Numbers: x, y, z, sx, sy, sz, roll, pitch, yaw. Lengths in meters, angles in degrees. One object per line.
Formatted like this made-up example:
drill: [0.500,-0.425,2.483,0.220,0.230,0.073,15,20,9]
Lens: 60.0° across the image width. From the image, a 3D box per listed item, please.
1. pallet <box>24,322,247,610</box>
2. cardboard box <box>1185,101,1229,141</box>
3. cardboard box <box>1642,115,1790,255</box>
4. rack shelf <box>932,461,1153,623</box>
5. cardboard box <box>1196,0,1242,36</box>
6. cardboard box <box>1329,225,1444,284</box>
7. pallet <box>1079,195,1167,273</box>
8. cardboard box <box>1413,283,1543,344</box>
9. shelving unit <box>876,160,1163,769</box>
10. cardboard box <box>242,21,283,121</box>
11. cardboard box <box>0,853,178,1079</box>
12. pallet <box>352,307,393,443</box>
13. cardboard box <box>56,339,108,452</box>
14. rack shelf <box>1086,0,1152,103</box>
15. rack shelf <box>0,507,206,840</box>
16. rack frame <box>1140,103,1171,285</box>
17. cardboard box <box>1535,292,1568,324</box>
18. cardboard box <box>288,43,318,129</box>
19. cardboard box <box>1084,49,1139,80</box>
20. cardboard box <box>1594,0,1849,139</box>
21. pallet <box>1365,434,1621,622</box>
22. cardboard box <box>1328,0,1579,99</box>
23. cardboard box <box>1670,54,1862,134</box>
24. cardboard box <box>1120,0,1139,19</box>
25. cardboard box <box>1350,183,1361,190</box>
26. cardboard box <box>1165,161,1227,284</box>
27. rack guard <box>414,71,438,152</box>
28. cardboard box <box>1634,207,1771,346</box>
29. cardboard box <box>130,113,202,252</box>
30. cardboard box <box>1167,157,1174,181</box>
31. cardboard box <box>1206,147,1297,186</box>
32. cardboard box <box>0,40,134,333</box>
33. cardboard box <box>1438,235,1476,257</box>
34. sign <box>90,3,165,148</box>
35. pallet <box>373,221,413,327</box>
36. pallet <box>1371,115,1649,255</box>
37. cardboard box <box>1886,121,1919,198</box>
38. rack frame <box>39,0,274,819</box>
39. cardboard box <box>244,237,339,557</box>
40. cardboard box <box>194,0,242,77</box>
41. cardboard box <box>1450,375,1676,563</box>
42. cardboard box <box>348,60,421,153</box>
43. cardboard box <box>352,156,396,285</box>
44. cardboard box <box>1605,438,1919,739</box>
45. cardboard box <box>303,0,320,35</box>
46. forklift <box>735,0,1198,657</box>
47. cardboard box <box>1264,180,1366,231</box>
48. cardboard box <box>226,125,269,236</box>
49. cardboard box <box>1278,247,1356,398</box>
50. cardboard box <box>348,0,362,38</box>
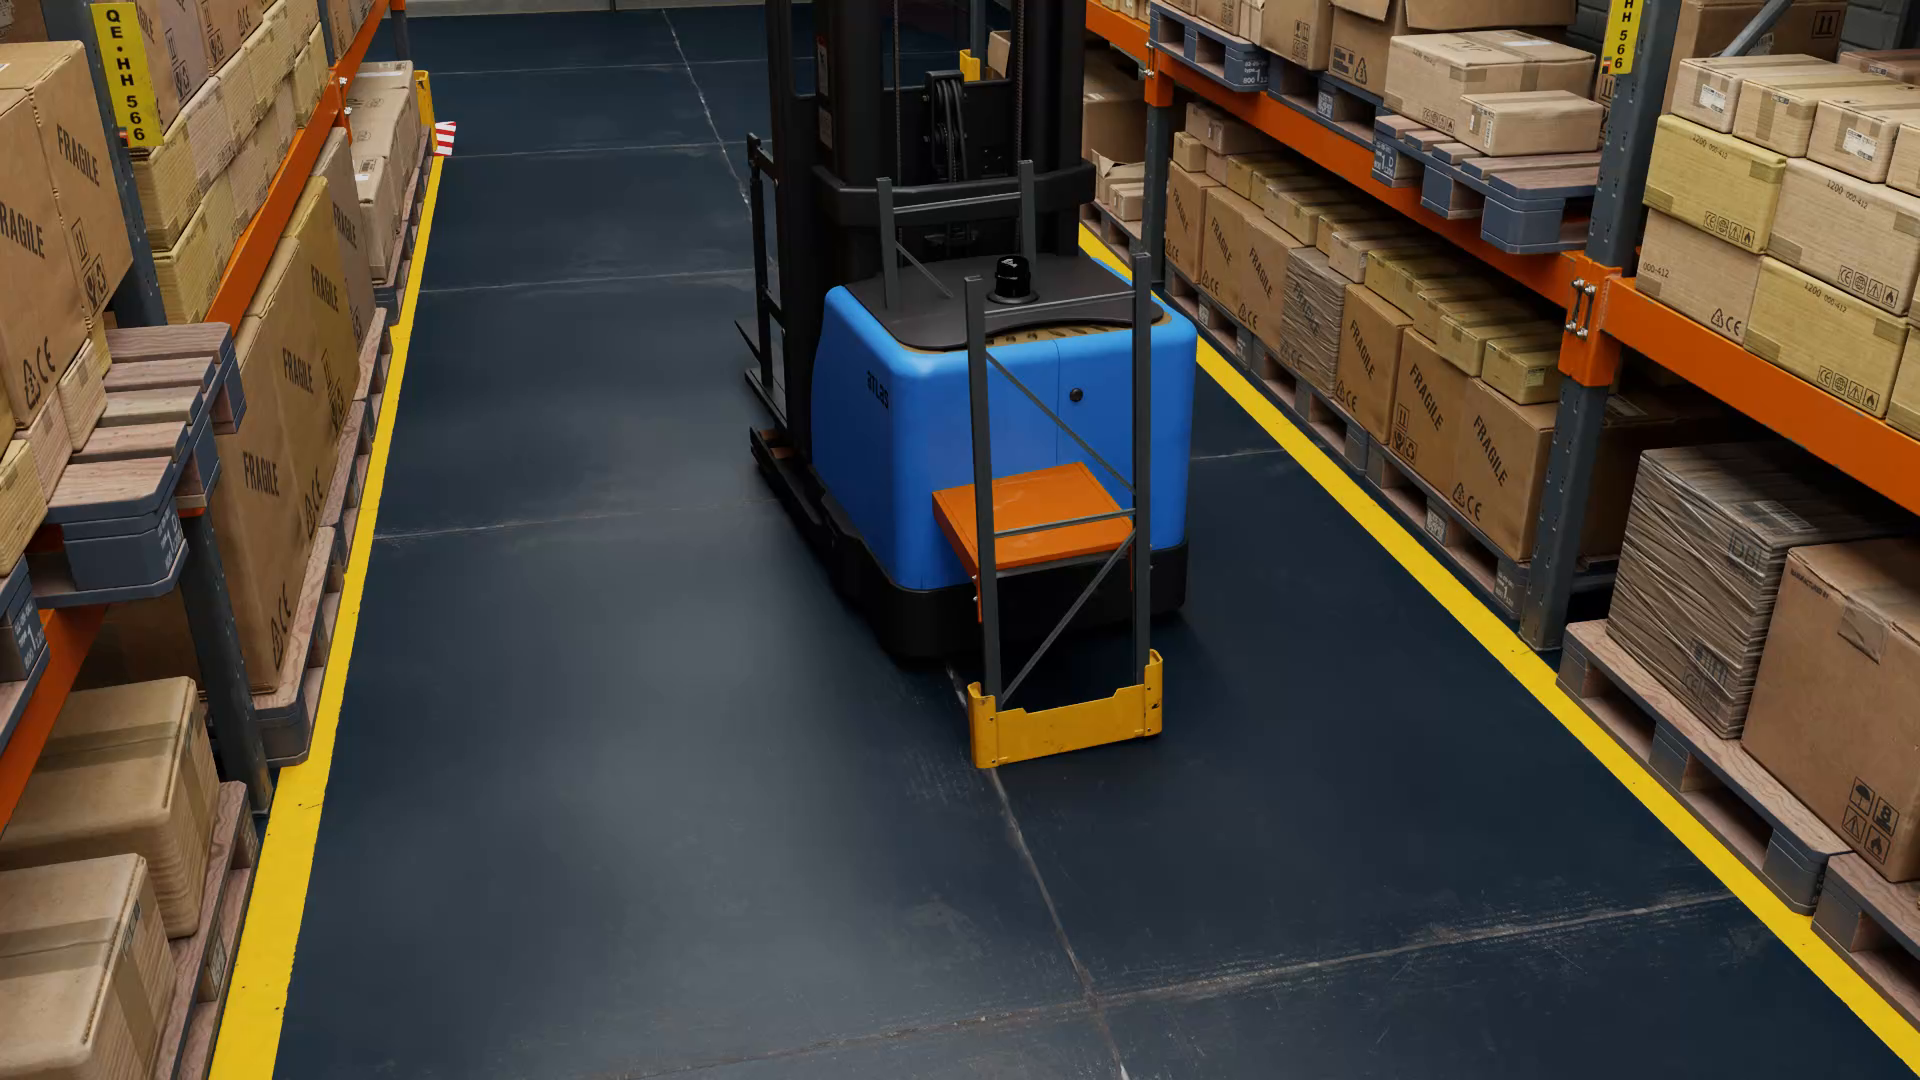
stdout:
pallet: [-2.192,-0.145,3.422,1.213,0.211,1.003,-6,27,-12]
cardboard box: [1.358,-2.110,8.360,0.380,0.149,0.250,-6,27,-12]
cardboard box: [2.216,-0.973,4.460,0.500,0.250,0.500,-6,27,-12]
rack shelf: [0.166,-0.105,5.162,0.538,0.185,1.000,-10,28,-12]
cardboard box: [1.485,-2.564,7.424,0.700,0.500,0.500,-6,27,-11]
cardboard box: [1.749,-1.176,6.839,0.380,0.149,0.250,-7,28,-14]
pallet: [1.324,-1.851,9.684,1.003,0.211,1.213,-6,27,-12]
cardboard box: [1.913,-0.828,6.149,0.380,0.149,0.250,-7,28,-13]
shelving unit: [0.154,-0.268,5.086,0.587,1.500,1.083,-10,28,-12]
cardboard box: [-2.647,-1.608,5.718,0.500,0.250,0.500,-5,27,-11]
cardboard box: [-2.165,1.025,3.341,0.950,0.372,0.625,-6,27,-13]
pallet: [-3.110,-0.713,7.428,1.003,0.211,1.213,-6,27,-12]
cardboard box: [-1.922,-0.272,3.272,0.380,0.149,0.250,-6,27,-12]
rack shelf: [1.027,-3.351,10.359,1.077,0.370,4.000,-6,27,-12]
rack shelf: [-2.006,0.666,2.399,1.077,0.370,4.000,-6,27,-12]
rack frame: [1.477,-2.795,8.458,1.000,3.000,0.127,-6,27,-12]
cardboard box: [2.397,-0.881,6.254,0.380,0.149,0.250,-6,27,-11]
cardboard box: [-2.897,-1.827,6.707,0.500,0.250,0.500,-6,27,-12]
cardboard box: [0.776,-2.965,11.103,0.700,0.500,0.500,-5,27,-9]
cardboard box: [2.415,-1.512,5.341,0.500,0.500,0.500,-5,27,-9]
pallet: [2.247,-0.125,6.264,1.003,0.211,1.213,-6,27,-12]
cardboard box: [1.831,-1.970,6.243,0.797,0.503,0.637,-7,28,-13]
cardboard box: [2.164,-1.203,4.473,0.380,0.149,0.250,-5,27,-10]
cardboard box: [1.080,-2.909,8.963,0.380,0.149,0.250,-5,27,-10]
cardboard box: [2.052,-1.693,7.863,0.380,0.149,0.250,-7,28,-14]
cardboard box: [1.367,-1.631,8.460,0.500,0.500,0.500,-5,27,-9]
rack guard: [-4.265,-2.939,11.519,1.175,0.500,0.348,-6,27,-12]
cardboard box: [2.241,-0.752,4.577,0.500,0.250,0.500,-6,27,-11]
cardboard box: [-2.330,-0.937,4.388,0.500,0.250,0.500,-6,27,-12]
cardboard box: [1.461,-2.214,10.005,0.380,0.149,0.250,-6,27,-12]
cardboard box: [1.437,-1.857,8.189,0.380,0.149,0.250,-7,28,-13]
cardboard box: [-2.083,-0.726,3.453,0.500,0.500,0.500,-7,28,-13]
cardboard box: [2.221,-1.223,6.931,0.380,0.149,0.250,-6,27,-11]
sign: [-1.930,-1.074,3.851,0.100,0.325,0.005,-6,27,-12]
pallet: [-3.453,-1.386,8.761,1.003,0.211,1.213,-6,27,-12]
pallet: [2.158,-1.243,5.597,1.213,0.211,1.003,-6,27,-12]
cardboard box: [2.379,-0.862,3.798,0.380,0.149,0.250,-6,27,-11]
rack frame: [-2.456,-0.533,3.977,1.000,3.000,0.127,-6,27,-12]
cardboard box: [-2.728,-0.475,5.755,0.875,0.875,0.875,-6,27,-11]
cardboard box: [-2.552,-1.711,5.090,0.500,0.500,0.500,-5,27,-10]
cardboard box: [2.074,-0.274,5.772,0.500,0.500,0.500,-5,27,-10]
cardboard box: [-4.013,-2.809,10.864,0.875,0.438,0.875,-7,28,-13]
cardboard box: [-3.395,-1.619,8.506,0.875,0.438,0.875,-6,27,-12]
cardboard box: [2.506,0.109,4.874,0.875,0.625,0.625,-5,27,-10]
cardboard box: [-3.022,-2.276,7.042,0.500,0.250,0.500,-6,27,-12]
forklift: [-0.217,-1.574,6.116,1.130,2.935,3.031,-9,28,-18]
cardboard box: [1.601,-1.513,7.508,0.380,0.149,0.250,-6,27,-12]
cardboard box: [-2.567,-1.161,5.387,0.500,0.250,0.500,-5,27,-10]
cardboard box: [1.716,-0.950,7.112,0.500,0.500,0.500,-7,28,-13]
cardboard box: [-3.318,-2.787,8.333,0.500,0.500,0.500,-6,27,-11]
